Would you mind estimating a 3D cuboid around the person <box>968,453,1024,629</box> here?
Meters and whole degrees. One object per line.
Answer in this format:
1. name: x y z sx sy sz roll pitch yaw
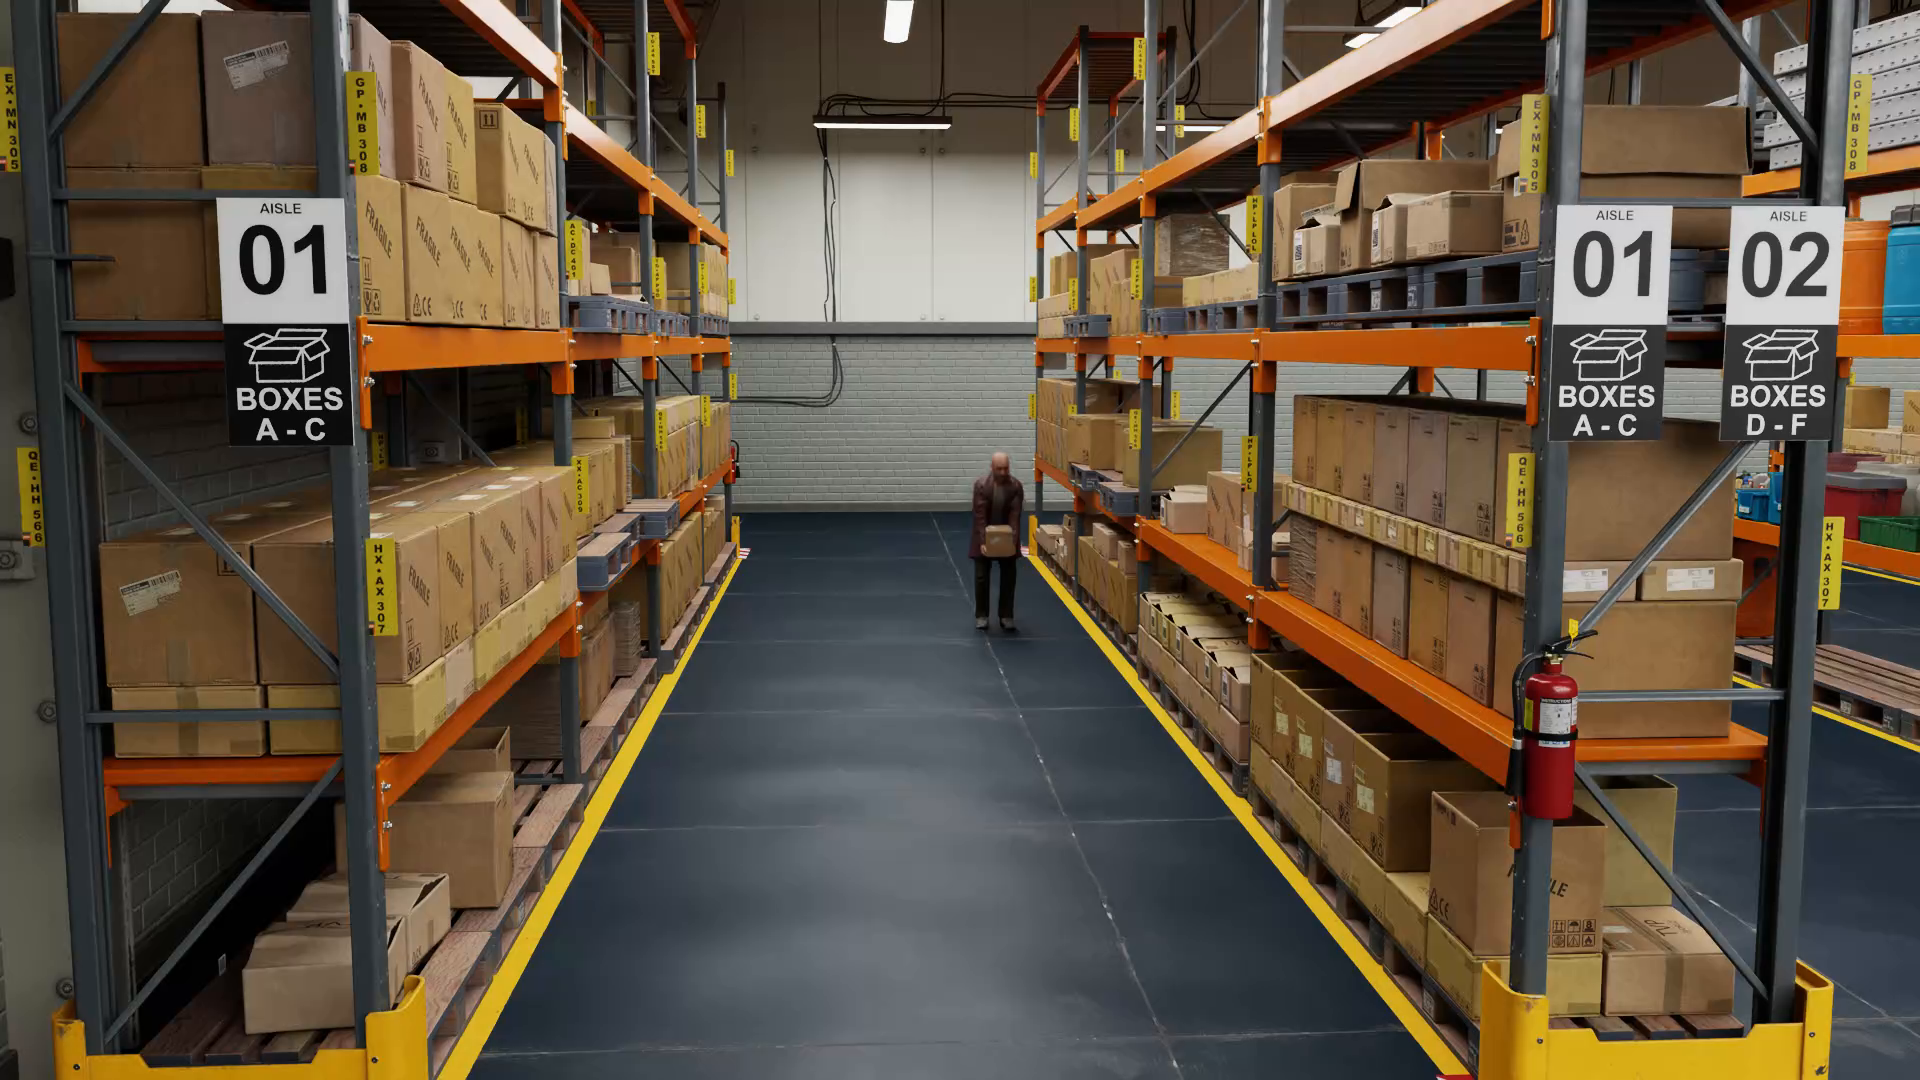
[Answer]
1. person: 0.348 0.004 16.052 0.530 1.717 0.613 -1 7 -5
